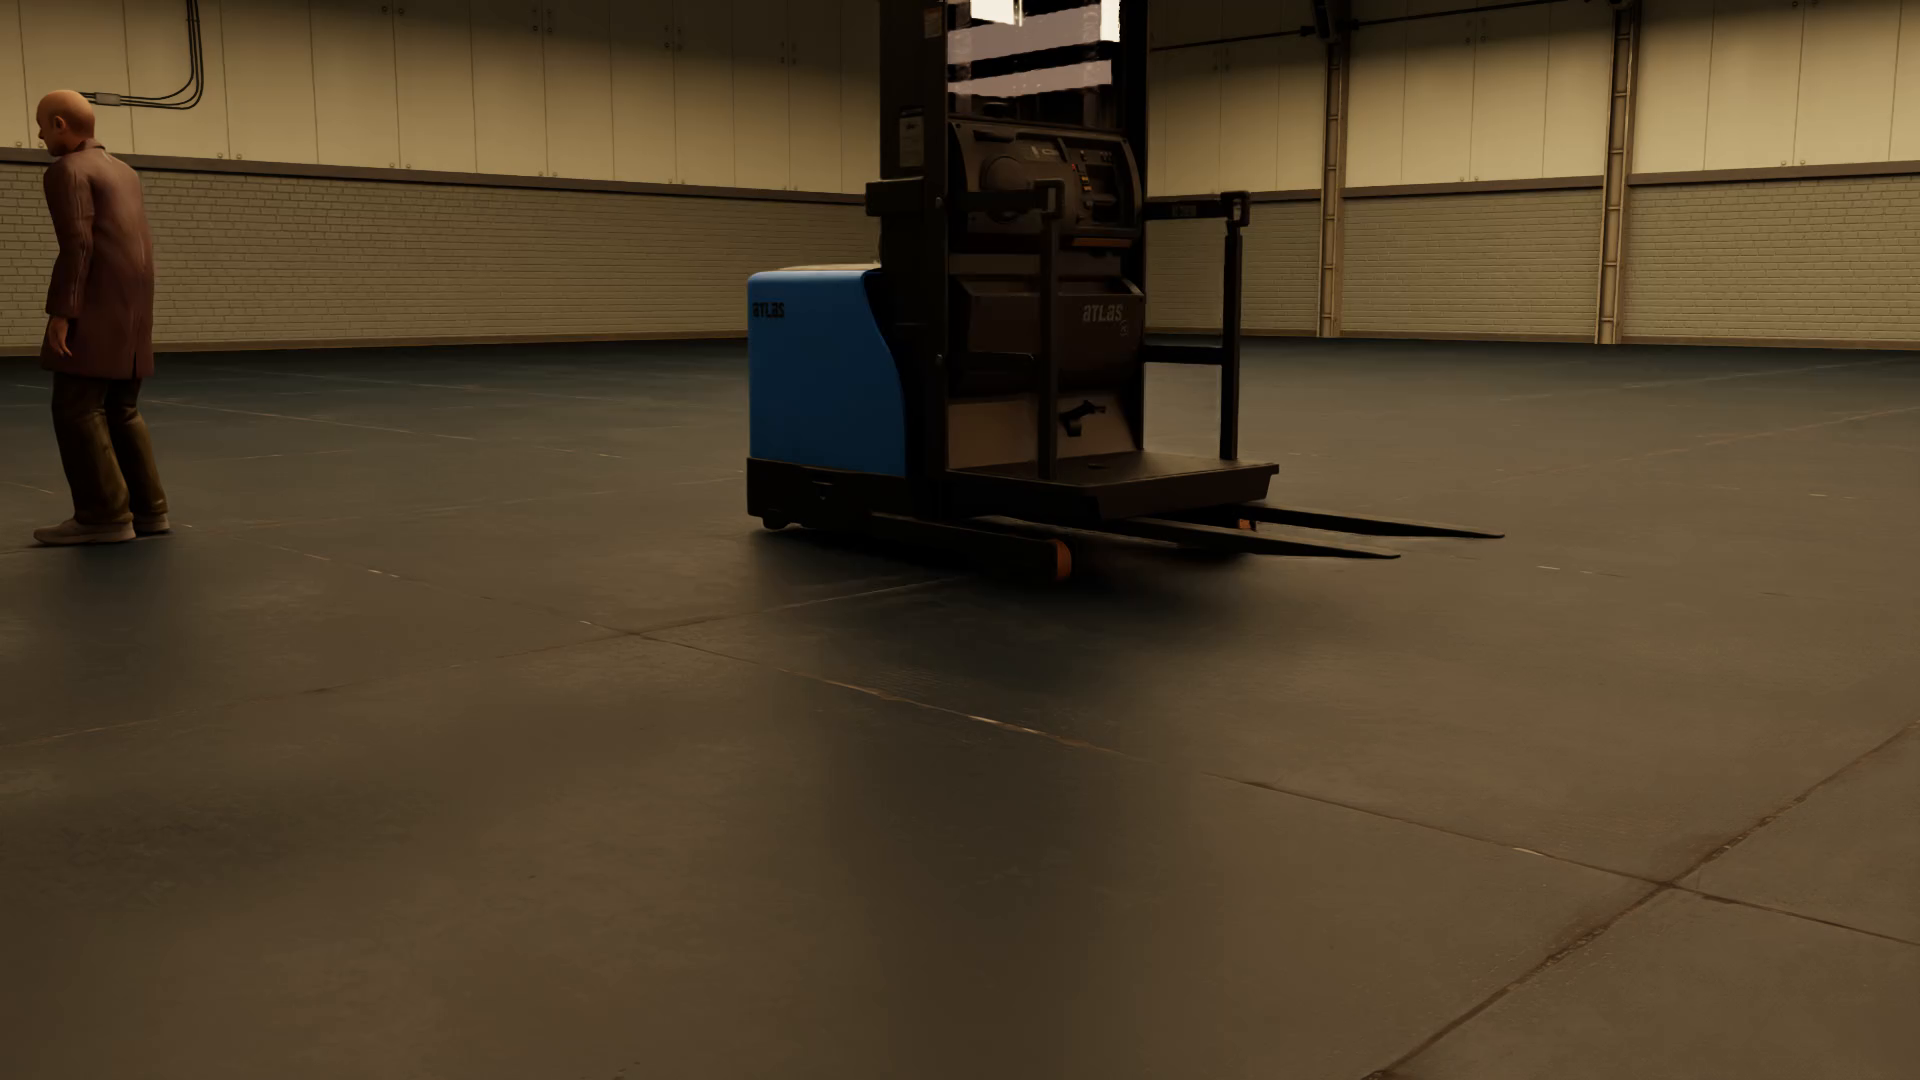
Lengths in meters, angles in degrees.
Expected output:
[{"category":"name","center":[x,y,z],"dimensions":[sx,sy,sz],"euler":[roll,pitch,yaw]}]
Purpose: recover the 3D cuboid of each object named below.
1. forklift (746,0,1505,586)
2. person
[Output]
[{"category":"forklift","center":[0.478,-1.378,6.023],"dimensions":[1.130,2.935,3.031],"euler":[-8,12,-42]},{"category":"person","center":[-3.455,-0.884,6.642],"dimensions":[0.437,1.774,0.644],"euler":[0,9,1]}]
